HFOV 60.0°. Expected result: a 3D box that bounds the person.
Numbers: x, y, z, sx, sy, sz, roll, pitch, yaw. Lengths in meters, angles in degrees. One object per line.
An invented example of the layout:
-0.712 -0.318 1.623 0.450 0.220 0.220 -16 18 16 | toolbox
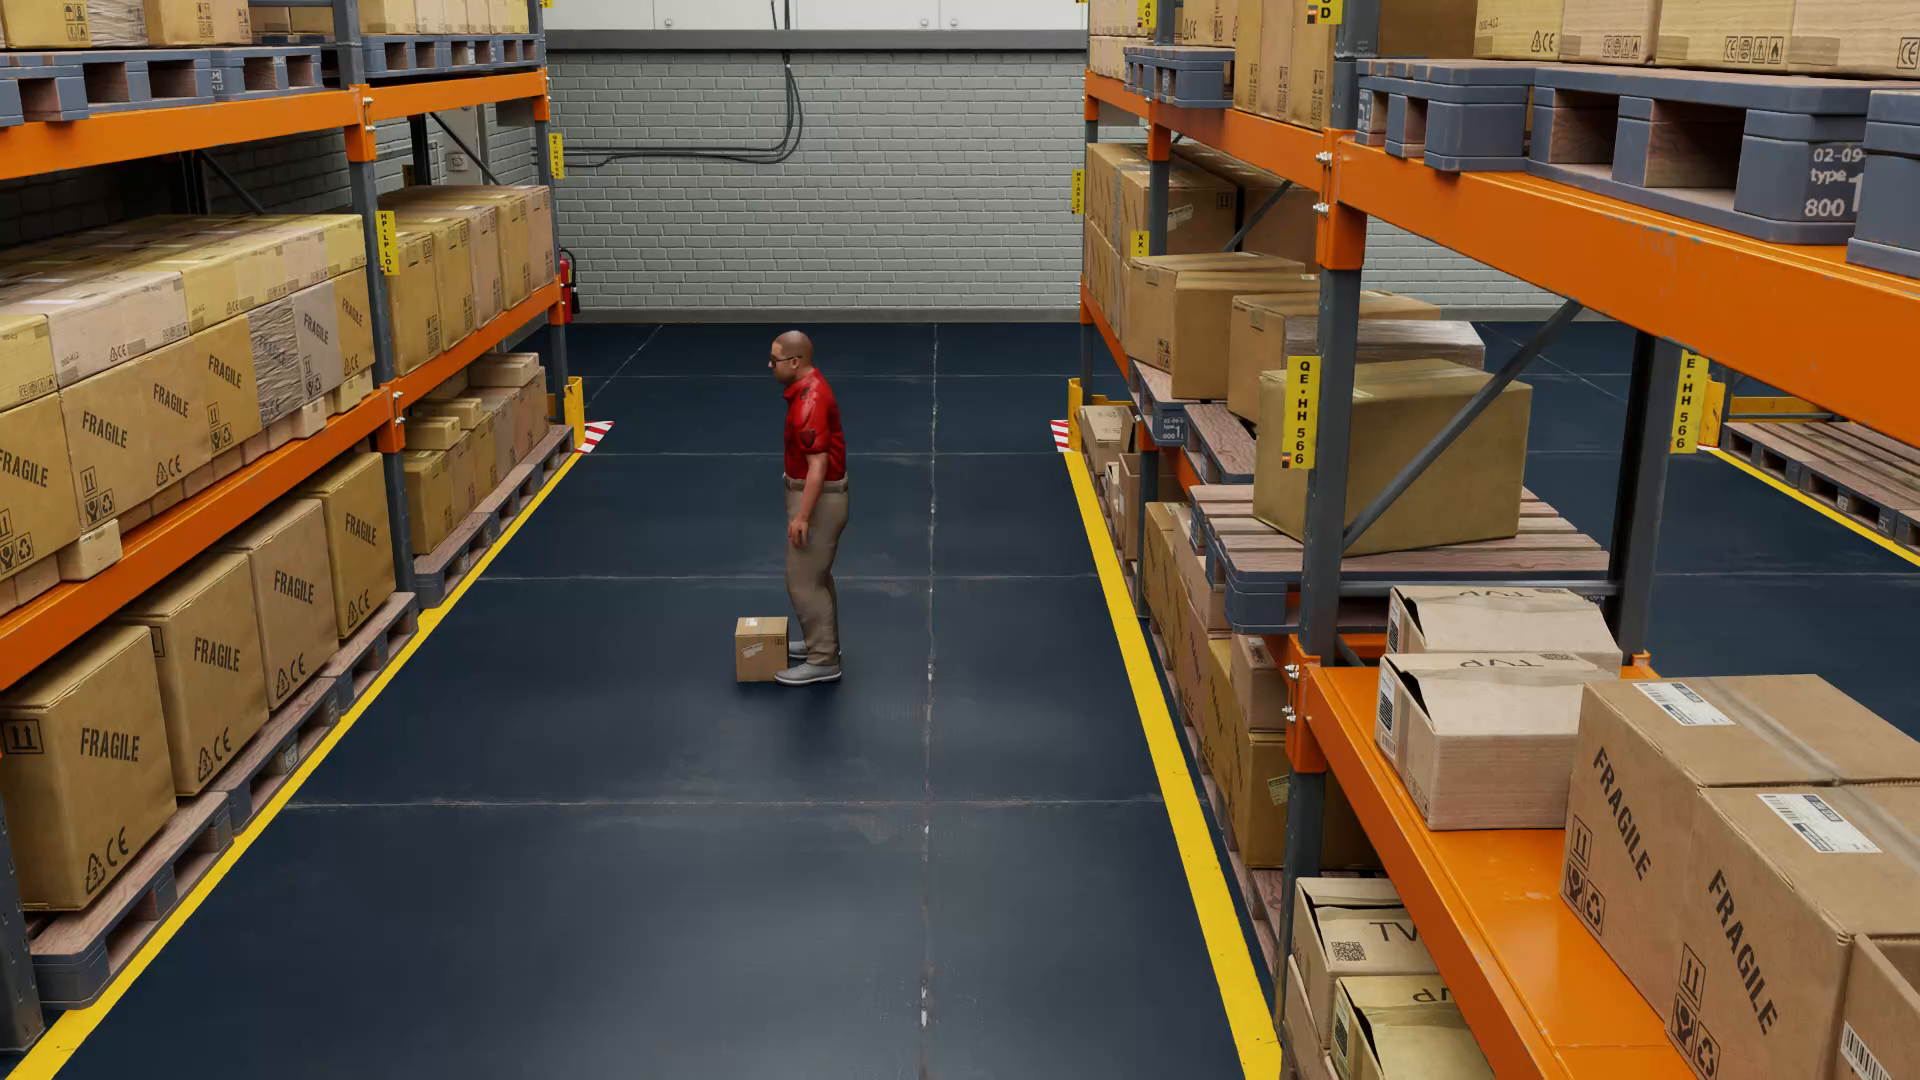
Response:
-0.732 -0.165 8.107 0.384 1.728 0.603 -1 17 -3 | person
